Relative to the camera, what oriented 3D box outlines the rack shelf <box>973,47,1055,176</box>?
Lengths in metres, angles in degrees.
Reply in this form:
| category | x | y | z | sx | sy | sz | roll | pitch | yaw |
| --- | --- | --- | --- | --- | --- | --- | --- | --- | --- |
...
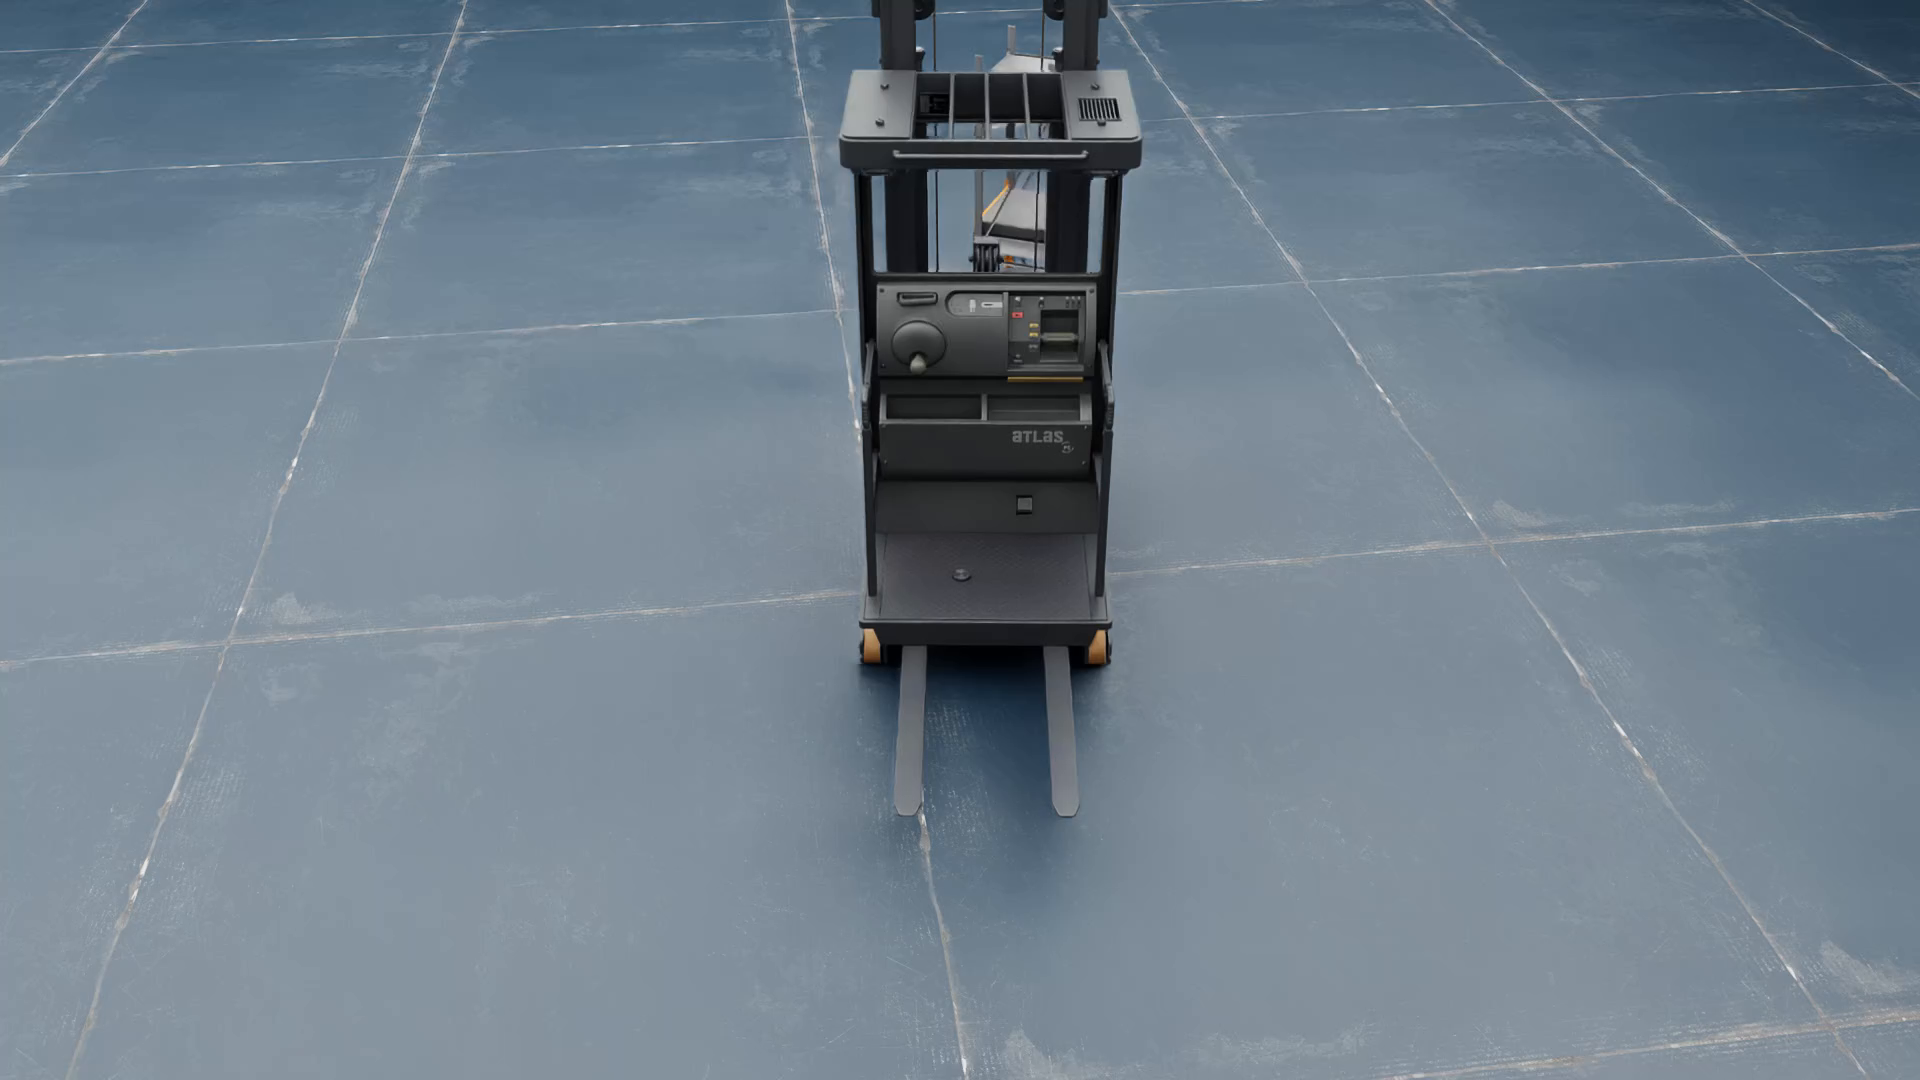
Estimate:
| category | x | y | z | sx | sy | sz | roll | pitch | yaw |
| --- | --- | --- | --- | --- | --- | --- | --- | --- | --- |
| rack shelf | 0.347 | -2.094 | 8.236 | 0.431 | 0.518 | 0.480 | 11 | 36 | 17 |

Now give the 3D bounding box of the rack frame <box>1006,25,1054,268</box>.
| category | x | y | z | sx | sy | sz | roll | pitch | yaw |
| --- | --- | --- | --- | --- | --- | --- | --- | --- | --- |
| rack frame | 0.435 | -1.654 | 8.810 | 0.400 | 2.100 | 0.015 | 11 | 36 | 17 |

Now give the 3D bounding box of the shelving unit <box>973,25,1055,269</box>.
| category | x | y | z | sx | sy | sz | roll | pitch | yaw |
| --- | --- | --- | --- | --- | --- | --- | --- | --- | --- |
| shelving unit | 0.351 | -1.526 | 8.621 | 0.431 | 2.100 | 0.503 | 11 | 36 | 17 |

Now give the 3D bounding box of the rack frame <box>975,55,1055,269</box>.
| category | x | y | z | sx | sy | sz | roll | pitch | yaw |
| --- | --- | --- | --- | --- | --- | --- | --- | --- | --- |
| rack frame | 0.266 | -1.397 | 8.432 | 0.400 | 2.100 | 0.015 | 11 | 36 | 17 |

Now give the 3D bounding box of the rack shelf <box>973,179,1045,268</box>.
| category | x | y | z | sx | sy | sz | roll | pitch | yaw |
| --- | --- | --- | --- | --- | --- | --- | --- | --- | --- |
| rack shelf | 0.351 | -1.514 | 8.629 | 0.431 | 0.518 | 0.480 | 11 | 36 | 17 |

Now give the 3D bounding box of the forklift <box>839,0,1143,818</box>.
| category | x | y | z | sx | sy | sz | roll | pitch | yaw |
| --- | --- | --- | --- | --- | --- | --- | --- | --- | --- |
| forklift | 0.113 | -0.831 | 6.867 | 1.130 | 2.935 | 3.031 | 0 | 34 | 0 |
